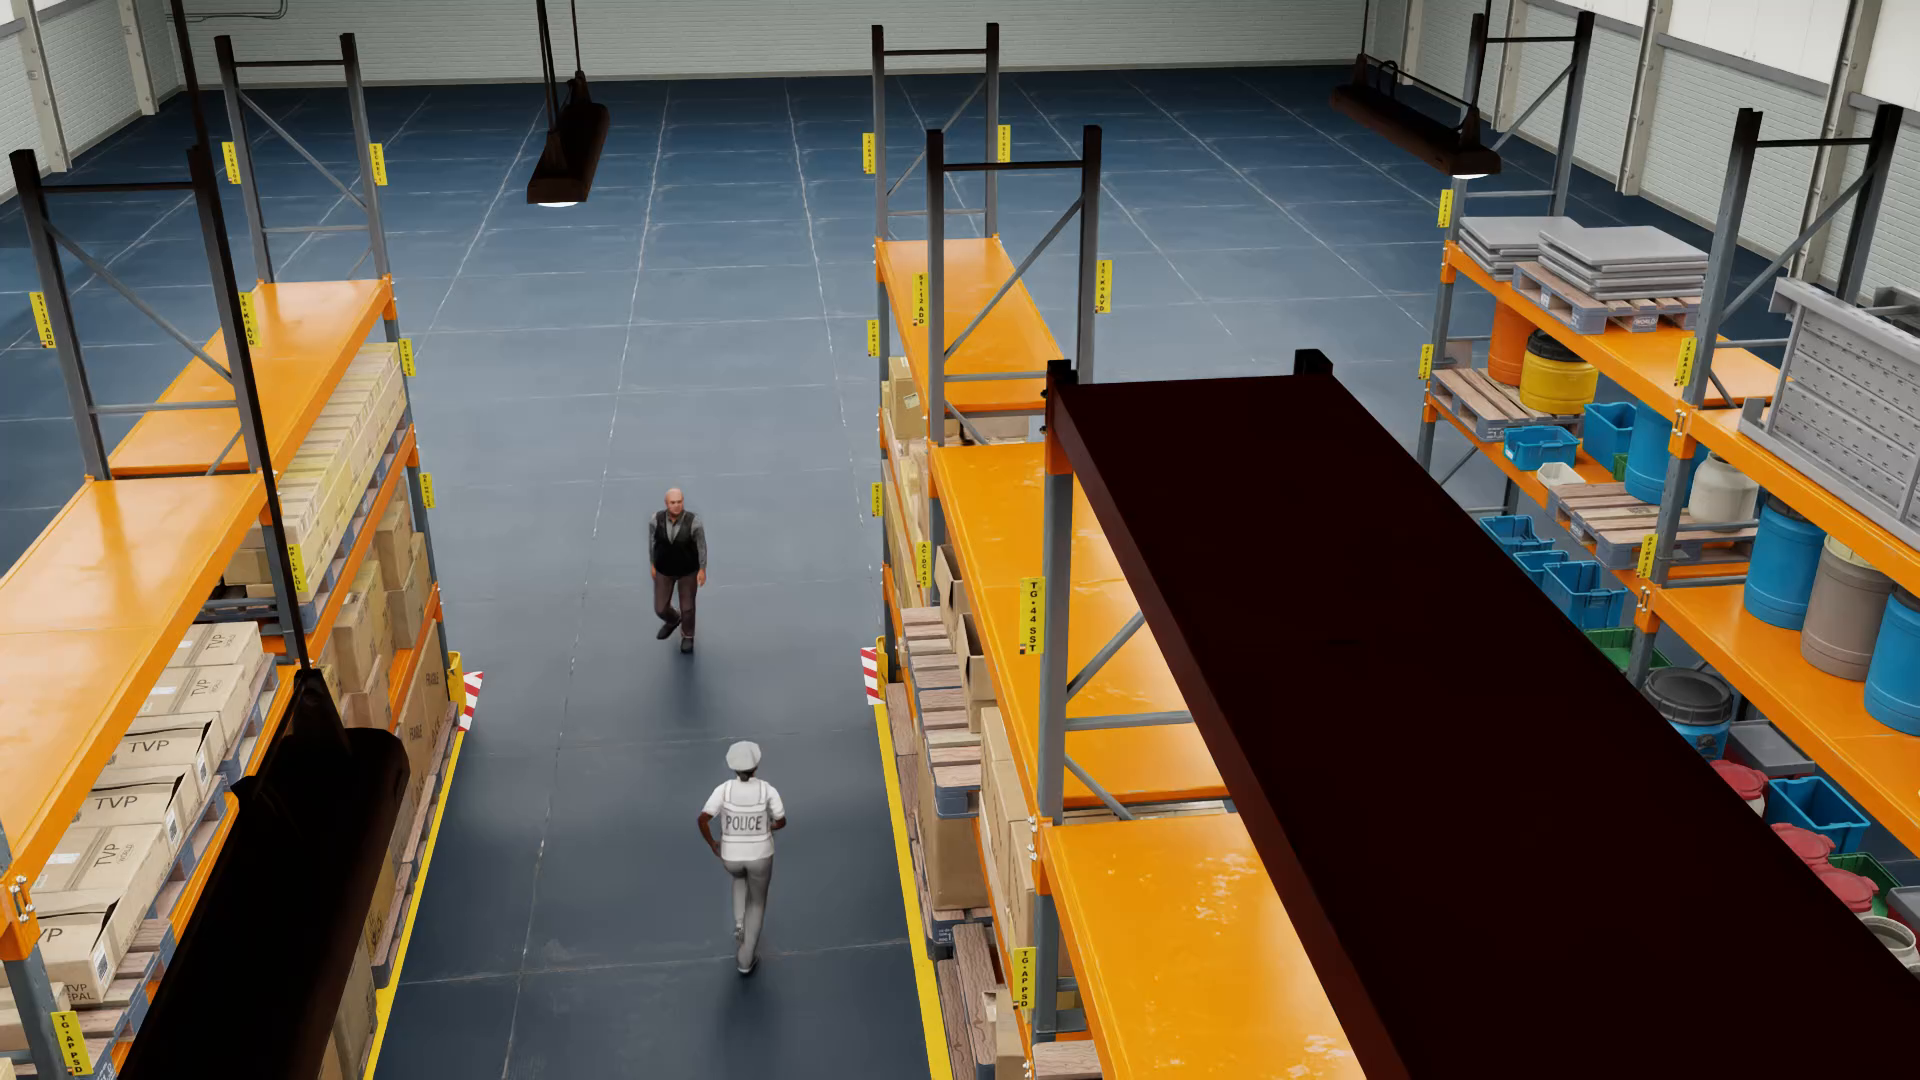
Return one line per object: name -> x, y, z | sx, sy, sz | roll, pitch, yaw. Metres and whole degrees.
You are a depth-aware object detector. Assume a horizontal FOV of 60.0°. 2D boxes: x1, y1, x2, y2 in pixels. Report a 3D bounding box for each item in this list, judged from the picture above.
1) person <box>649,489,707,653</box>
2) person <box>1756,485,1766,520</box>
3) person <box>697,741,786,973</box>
person -> -2.689, 0.283, 15.908 | 0.569, 1.712, 0.478 | 1, 26, 3
person -> 8.817, -0.964, 18.684 | 0.978, 1.539, 0.440 | 22, 33, 38
person -> -1.551, 2.260, 11.919 | 0.594, 1.599, 0.736 | 2, 26, 3
